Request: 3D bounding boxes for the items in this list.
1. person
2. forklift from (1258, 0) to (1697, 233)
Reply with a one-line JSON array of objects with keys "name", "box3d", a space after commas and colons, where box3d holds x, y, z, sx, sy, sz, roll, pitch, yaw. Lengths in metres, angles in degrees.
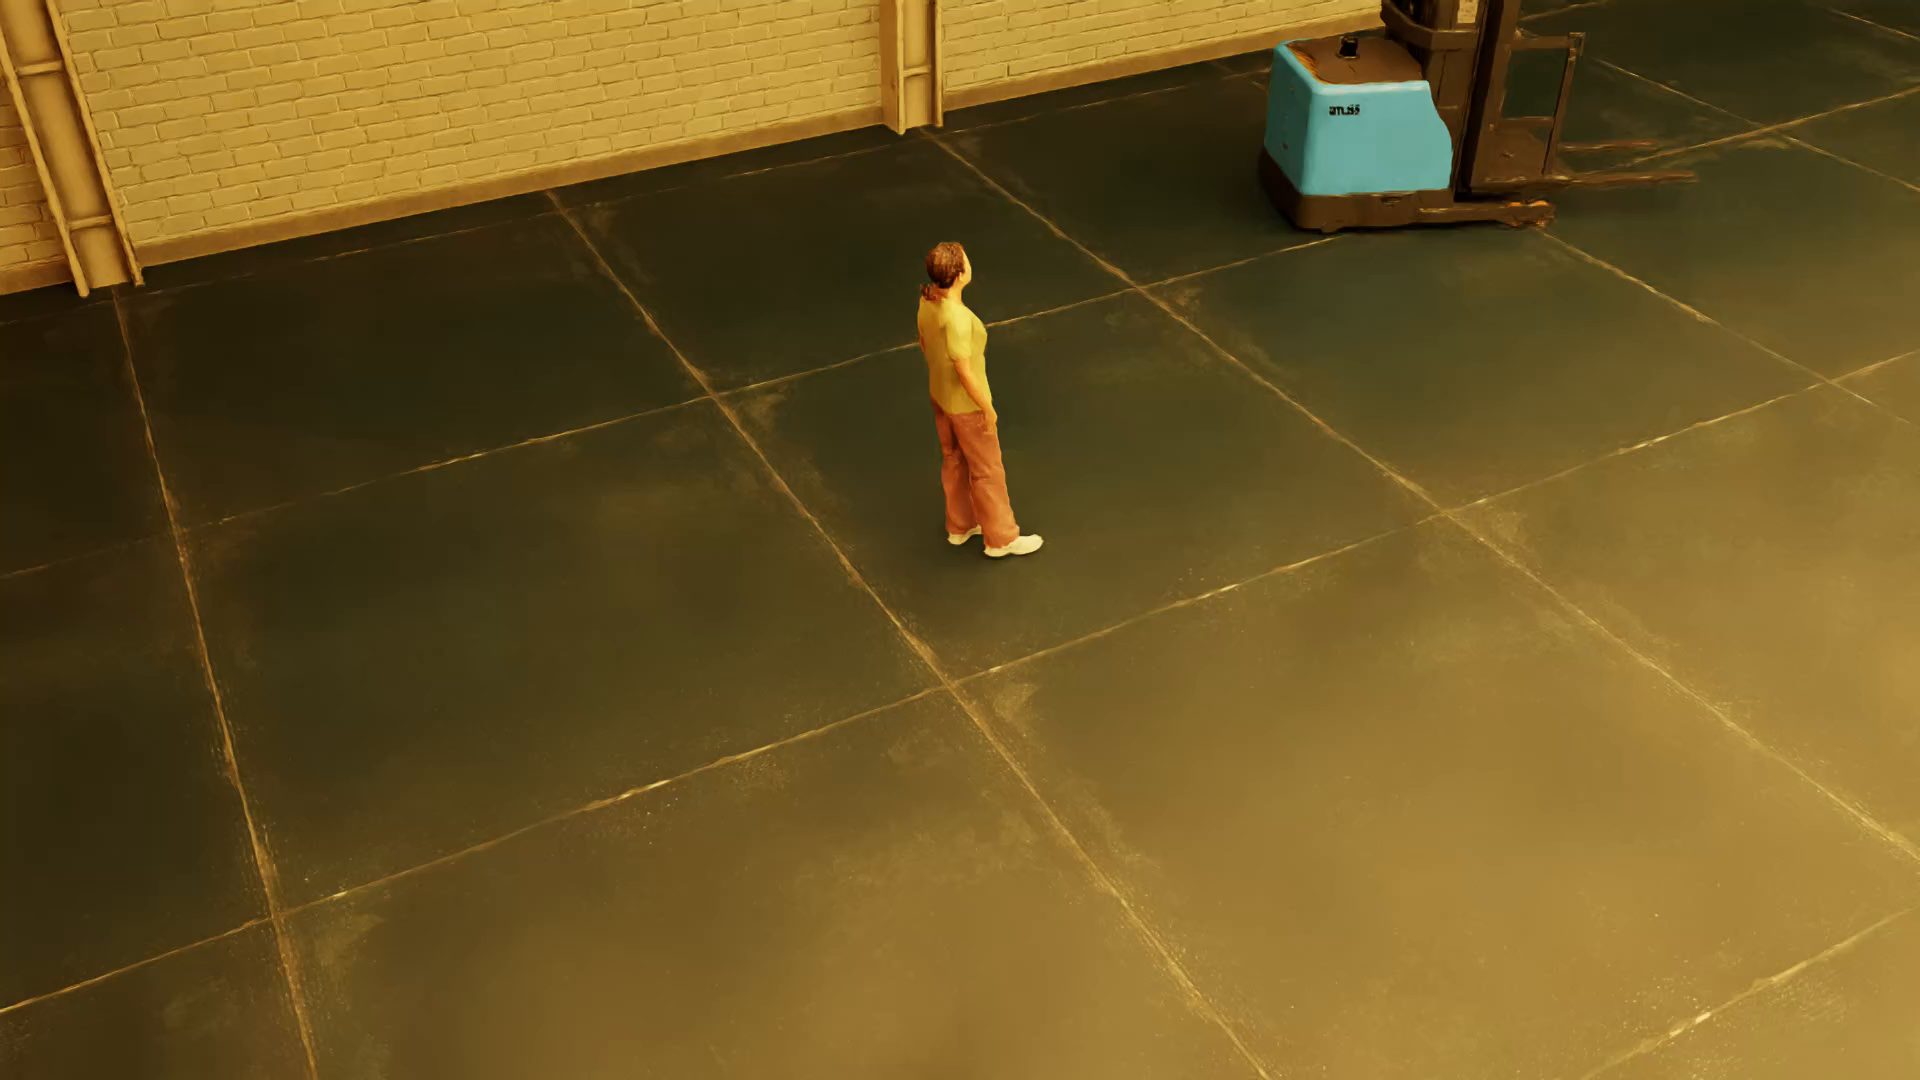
[{"name": "person", "box3d": [0.071, -0.701, 8.198, 0.548, 1.665, 0.554, -17, 39, -23]}, {"name": "forklift", "box3d": [3.781, -3.728, 11.397, 3.031, 2.935, 1.130, -5, 36, -7]}]
